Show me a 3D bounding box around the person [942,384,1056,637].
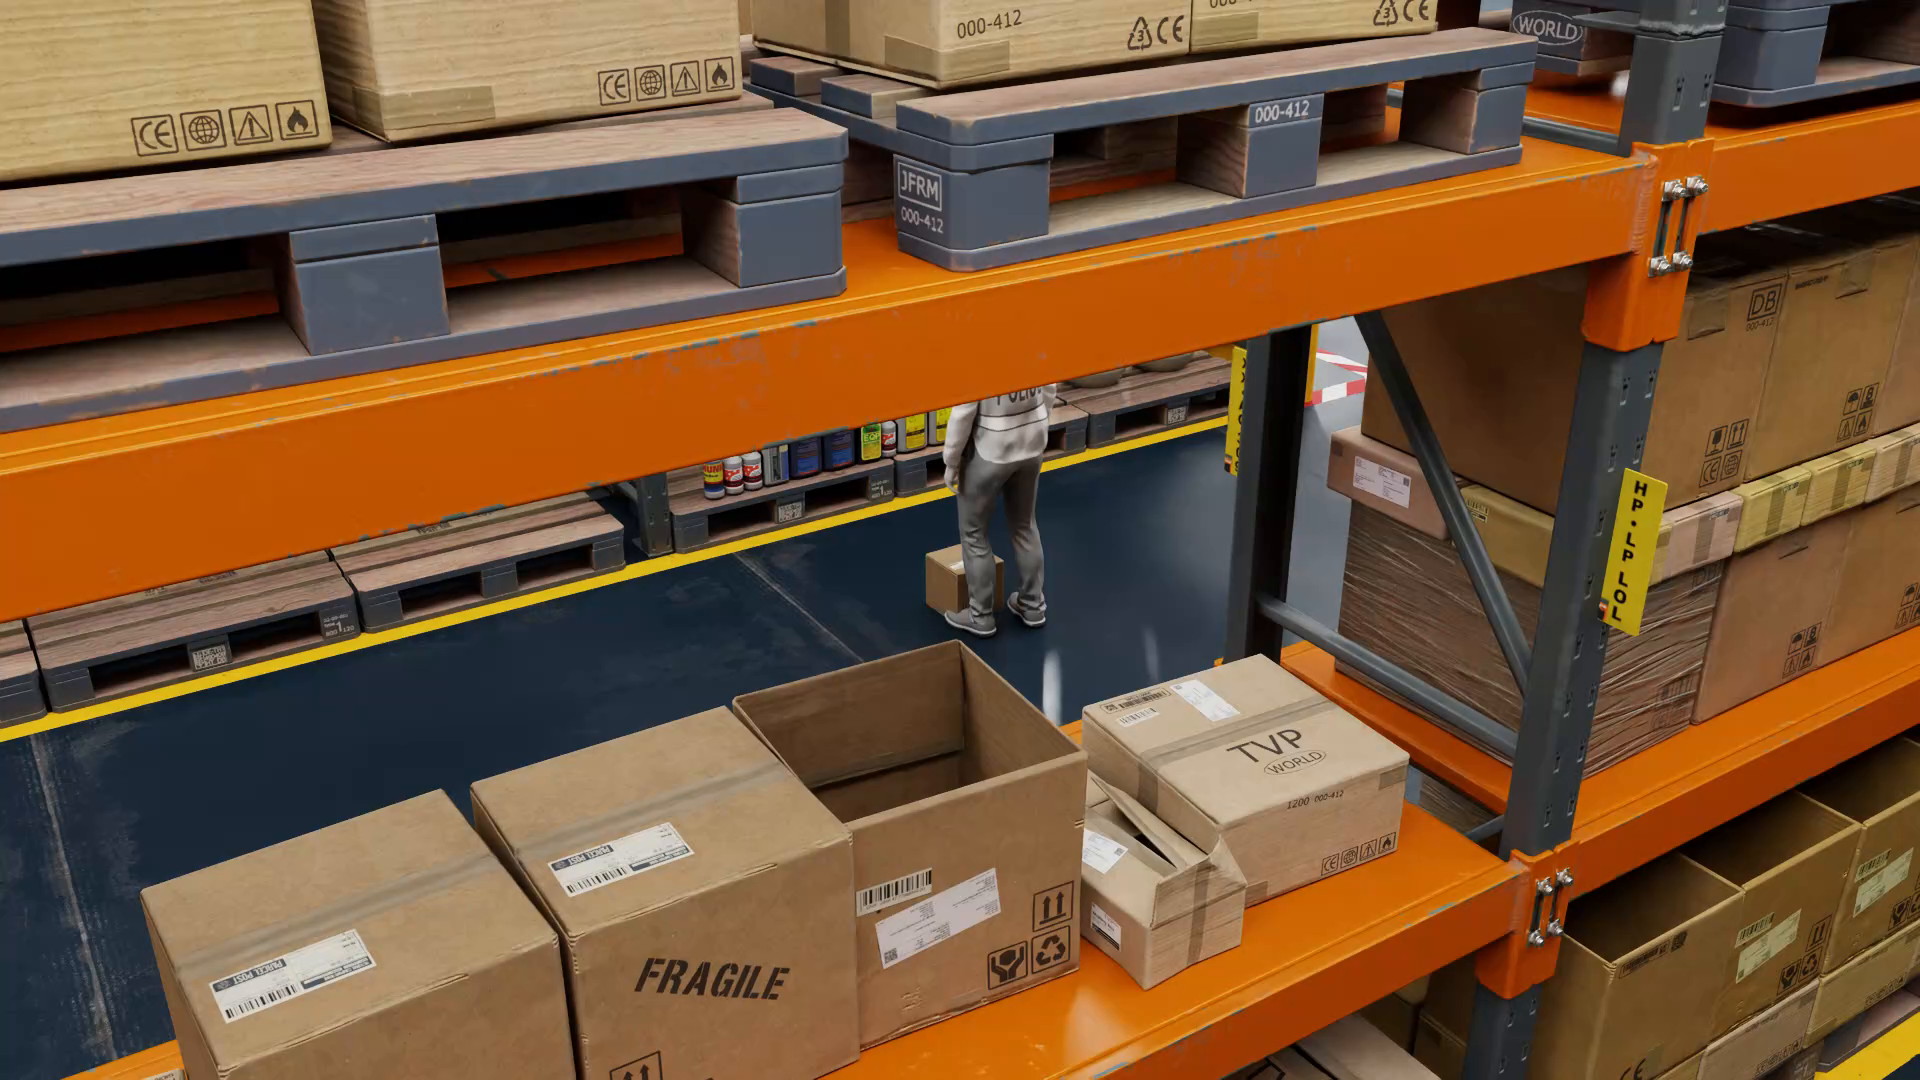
[{"bbox_3d":[0.142,-0.370,6.890,0.540,1.661,0.415,-18,30,-33],"label":"person"}]
